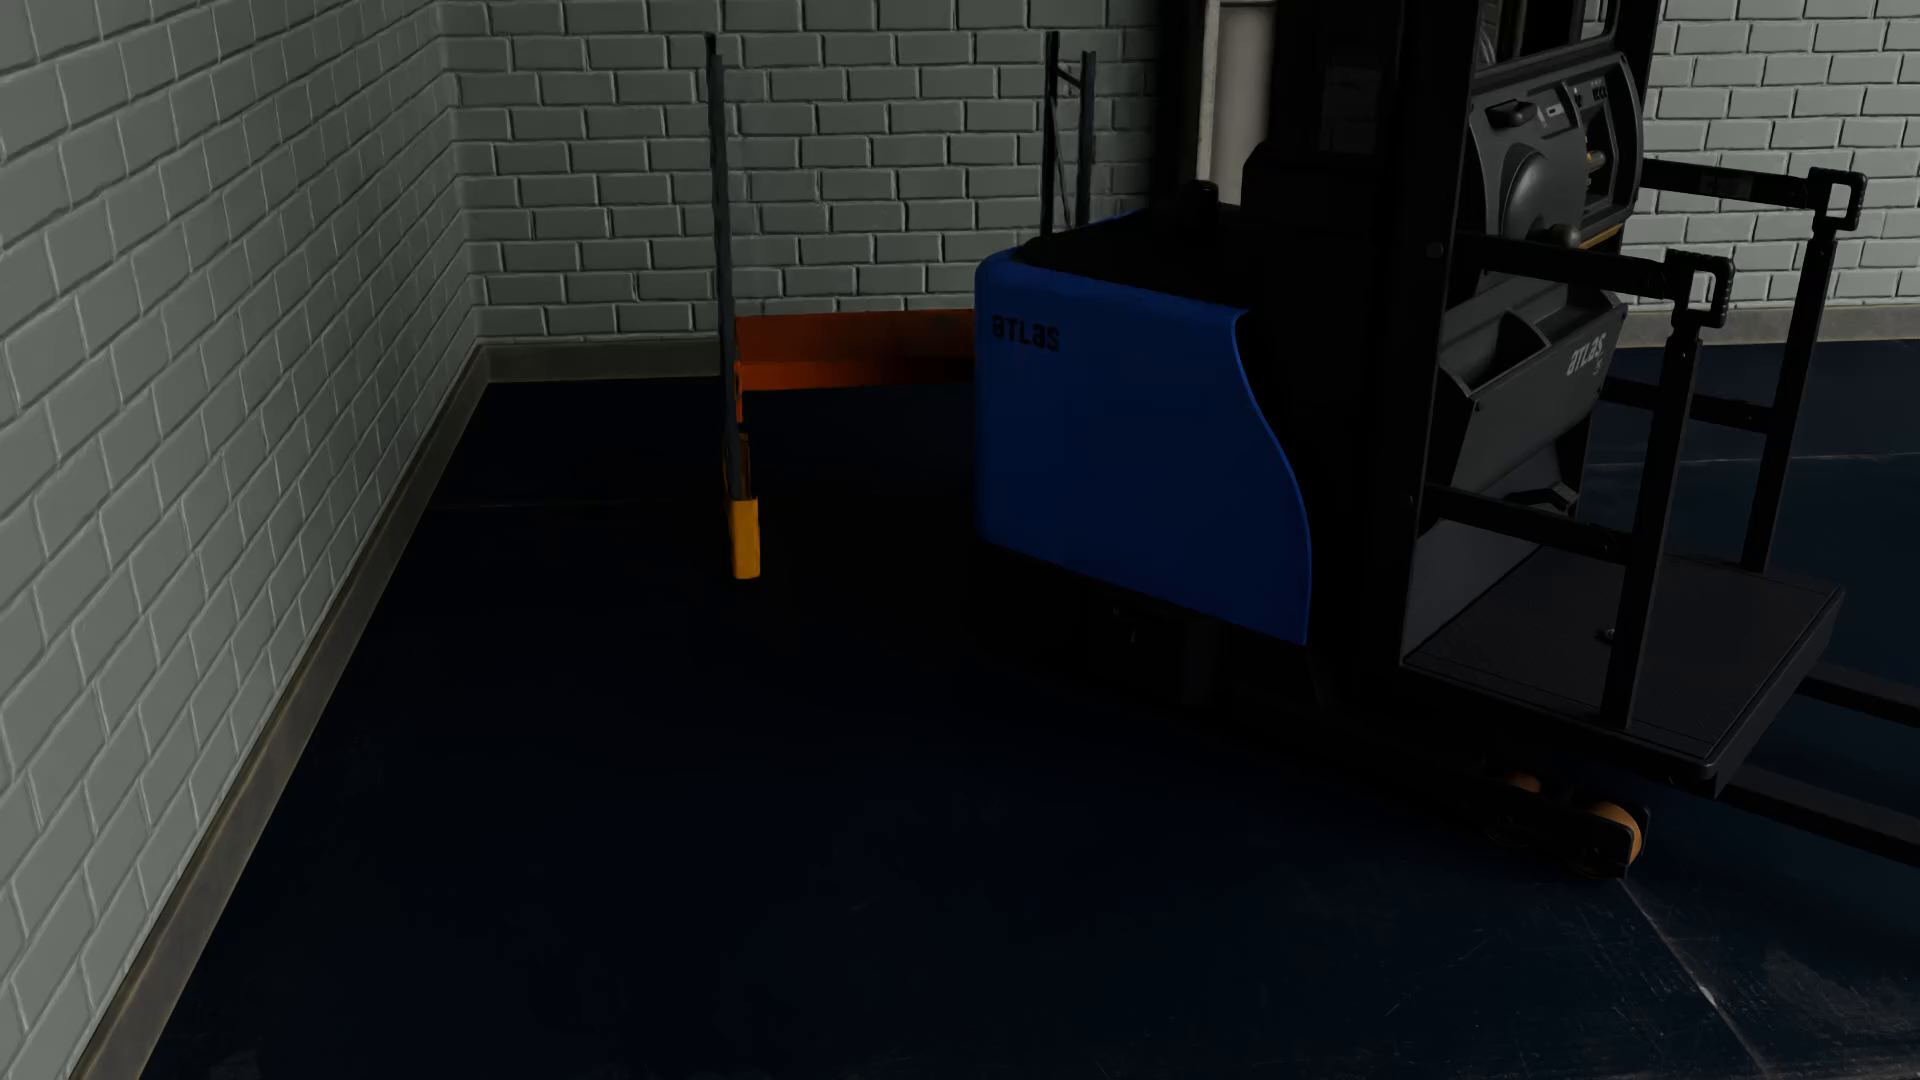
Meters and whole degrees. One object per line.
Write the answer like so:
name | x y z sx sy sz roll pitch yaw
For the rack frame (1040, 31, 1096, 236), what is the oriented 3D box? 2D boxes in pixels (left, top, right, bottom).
rack frame | 0.308 -0.746 5.076 0.032 1.500 0.500 -3 24 -9

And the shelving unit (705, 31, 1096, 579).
shelving unit | -0.184 -0.717 4.996 1.083 1.500 0.587 -3 24 -9

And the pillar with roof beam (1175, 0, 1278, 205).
pillar with roof beam | 1.500 -3.073 1.084 0.400 9.000 9.100 -2 24 -5

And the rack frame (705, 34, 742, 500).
rack frame | -0.694 -0.688 4.914 0.032 1.500 0.500 -3 24 -9

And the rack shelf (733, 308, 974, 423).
rack shelf | -0.195 -0.552 5.067 1.000 0.185 0.538 -3 24 -9

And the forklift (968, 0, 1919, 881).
forklift | 1.482 -0.848 3.549 3.031 2.935 1.130 18 30 35

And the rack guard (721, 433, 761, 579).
rack guard | -0.682 -0.116 5.167 0.087 0.250 0.587 -3 24 -9
